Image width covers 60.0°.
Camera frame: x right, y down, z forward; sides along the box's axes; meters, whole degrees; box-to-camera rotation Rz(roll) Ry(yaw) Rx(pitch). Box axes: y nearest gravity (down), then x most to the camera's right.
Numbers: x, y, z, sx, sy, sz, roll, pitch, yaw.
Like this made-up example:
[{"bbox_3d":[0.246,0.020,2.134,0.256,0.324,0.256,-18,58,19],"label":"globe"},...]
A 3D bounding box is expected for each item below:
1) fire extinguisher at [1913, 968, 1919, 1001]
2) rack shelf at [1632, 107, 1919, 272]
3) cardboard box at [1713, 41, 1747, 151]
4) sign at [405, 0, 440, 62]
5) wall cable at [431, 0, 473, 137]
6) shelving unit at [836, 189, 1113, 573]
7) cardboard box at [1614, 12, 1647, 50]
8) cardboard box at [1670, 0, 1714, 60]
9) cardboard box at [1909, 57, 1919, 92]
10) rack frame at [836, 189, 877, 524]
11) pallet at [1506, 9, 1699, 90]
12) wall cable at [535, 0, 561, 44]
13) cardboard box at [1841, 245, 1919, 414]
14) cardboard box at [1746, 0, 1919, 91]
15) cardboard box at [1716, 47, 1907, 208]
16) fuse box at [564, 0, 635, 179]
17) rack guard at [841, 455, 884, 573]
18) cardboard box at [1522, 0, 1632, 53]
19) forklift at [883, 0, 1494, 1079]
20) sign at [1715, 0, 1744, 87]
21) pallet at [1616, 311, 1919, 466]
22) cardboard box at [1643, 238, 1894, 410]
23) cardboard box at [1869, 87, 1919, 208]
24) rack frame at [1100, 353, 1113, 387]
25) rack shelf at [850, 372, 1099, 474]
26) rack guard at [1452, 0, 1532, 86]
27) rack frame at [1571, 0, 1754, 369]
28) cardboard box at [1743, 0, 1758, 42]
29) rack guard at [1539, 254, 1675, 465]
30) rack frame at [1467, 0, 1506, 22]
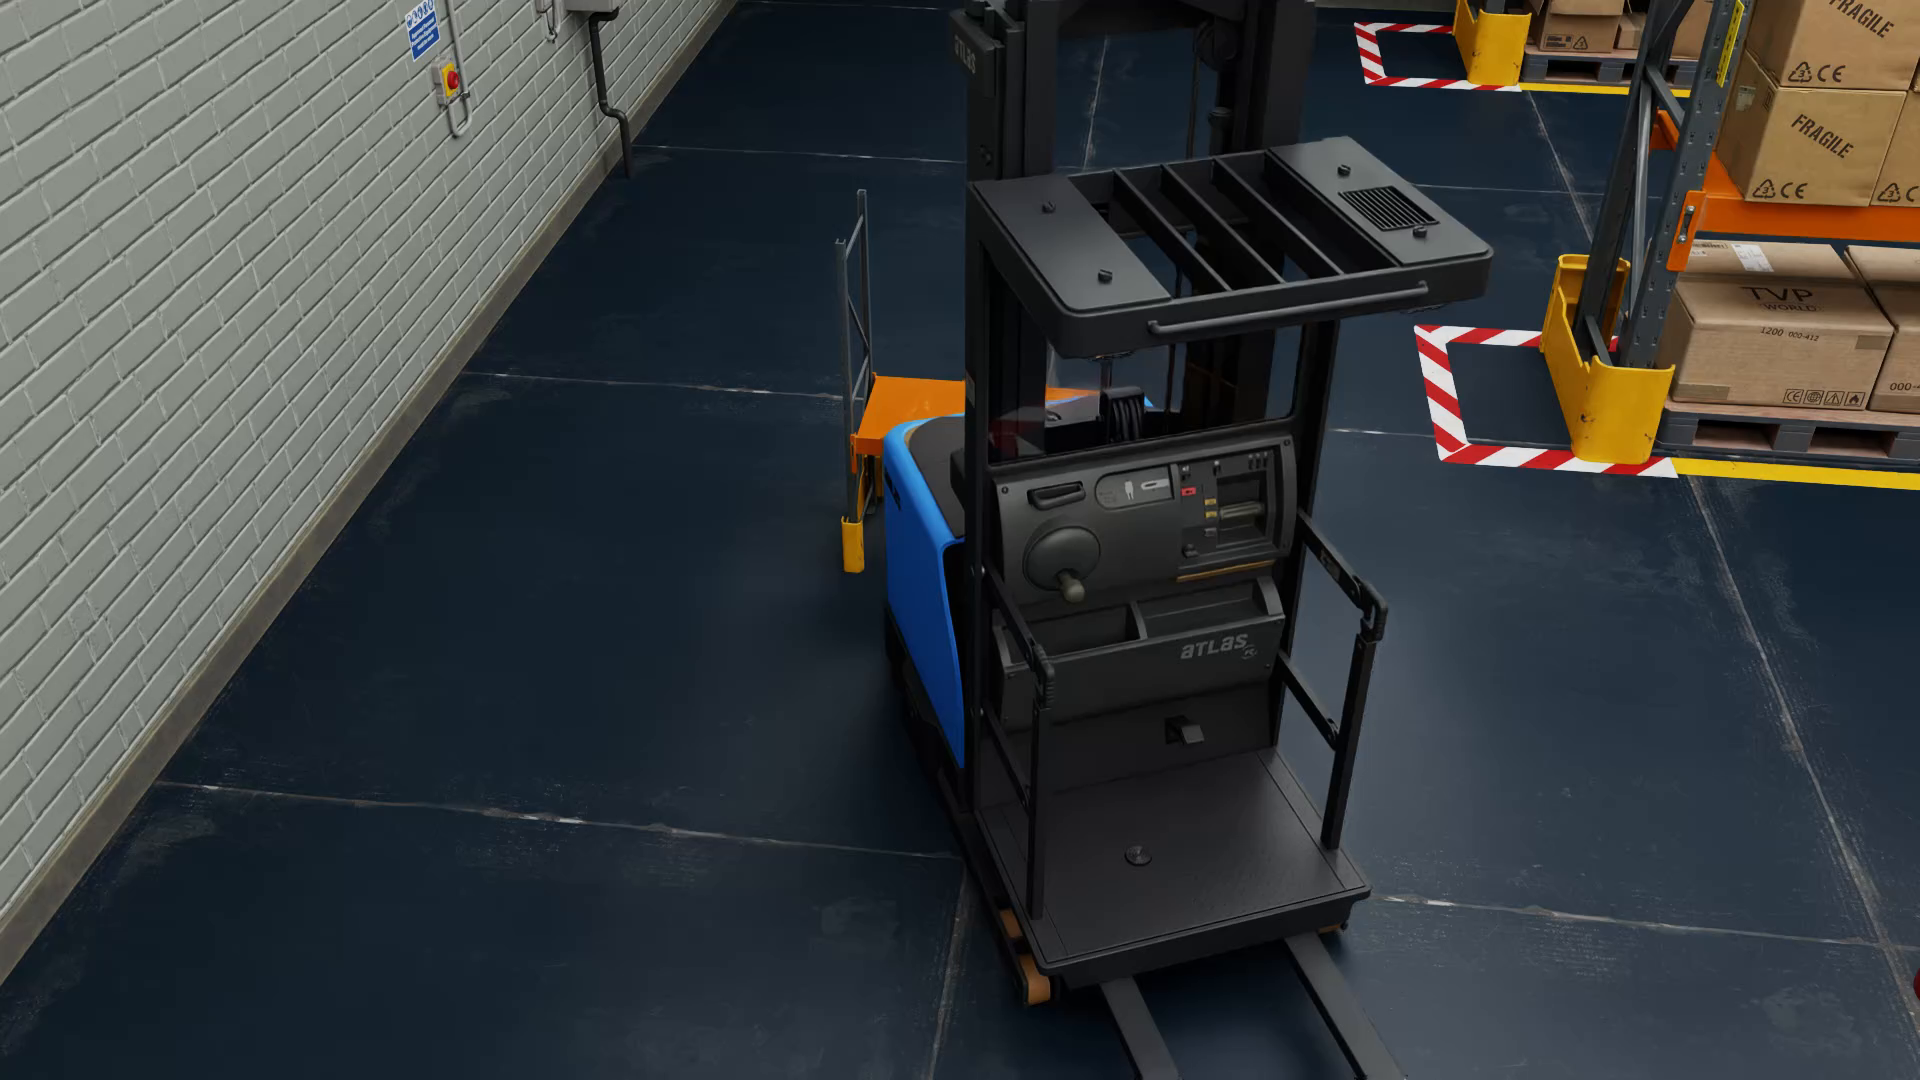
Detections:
[{"bbox_3d":[2.421,0.846,3.871,0.183,0.674,0.296,4,36,6],"label":"fire extinguisher"},{"bbox_3d":[5.126,-1.472,7.350,4.000,0.370,1.077,4,36,6],"label":"rack shelf"},{"bbox_3d":[3.655,-2.070,7.483,0.500,0.500,0.500,4,36,6],"label":"cardboard box"},{"bbox_3d":[-2.520,-2.403,7.803,0.001,0.218,0.327,4,36,6],"label":"sign"},{"bbox_3d":[-2.453,-2.743,7.610,0.123,1.953,0.585,4,36,6],"label":"wall cable"},{"bbox_3d":[0.076,-0.605,6.806,1.083,1.500,0.587,4,36,6],"label":"shelving unit"},{"bbox_3d":[4.782,-3.630,11.847,0.250,0.149,0.380,3,36,4],"label":"cardboard box"},{"bbox_3d":[5.209,-3.741,11.700,0.500,0.500,0.700,6,36,8],"label":"cardboard box"},{"bbox_3d":[4.096,-2.127,6.701,0.500,0.500,0.500,3,36,5],"label":"cardboard box"},{"bbox_3d":[-0.420,-0.642,6.858,0.032,1.500,0.500,4,36,6],"label":"rack frame"},{"bbox_3d":[4.637,-3.574,12.076,1.213,0.211,1.003,4,36,6],"label":"pallet"},{"bbox_3d":[-2.284,-3.548,8.765,0.122,1.984,0.588,4,36,6],"label":"wall cable"},{"bbox_3d":[4.719,-0.987,7.895,0.875,0.438,0.875,5,36,7],"label":"cardboard box"},{"bbox_3d":[3.582,-2.161,6.749,0.500,0.500,0.500,4,36,5],"label":"cardboard box"},{"bbox_3d":[3.582,-1.753,7.037,0.500,0.500,0.500,4,36,6],"label":"cardboard box"},{"bbox_3d":[-2.041,-2.992,9.969,0.414,1.711,0.539,4,36,6],"label":"fuse box"},{"bbox_3d":[-0.418,-0.133,7.221,0.087,0.250,0.587,4,36,6],"label":"rack guard"},{"bbox_3d":[4.366,-3.828,11.819,0.637,0.503,0.797,3,36,4],"label":"cardboard box"},{"bbox_3d":[0.621,0.001,4.725,1.130,2.935,3.031,-10,37,-14],"label":"forklift"},{"bbox_3d":[3.066,-1.978,6.626,0.005,0.325,0.100,4,36,6],"label":"sign"},{"bbox_3d":[3.946,-0.764,8.138,1.213,0.211,1.003,4,36,6],"label":"pallet"},{"bbox_3d":[3.810,-1.050,7.983,0.875,0.438,0.875,3,36,4],"label":"cardboard box"},{"bbox_3d":[4.087,-1.731,7.008,0.500,0.500,0.500,4,36,5],"label":"cardboard box"},{"bbox_3d":[0.589,-0.567,6.753,0.032,1.500,0.500,4,36,6],"label":"rack frame"},{"bbox_3d":[0.085,-0.458,6.910,1.000,0.185,0.538,4,36,6],"label":"rack shelf"},{"bbox_3d":[3.847,-3.750,12.074,0.348,0.500,1.175,4,36,6],"label":"rack guard"},{"bbox_3d":[3.143,-1.913,7.348,0.127,3.000,1.000,4,36,6],"label":"rack frame"},{"bbox_3d":[3.651,-2.462,7.171,0.500,0.500,0.500,5,36,8],"label":"cardboard box"},{"bbox_3d":[3.119,-0.897,8.077,0.348,0.500,1.175,4,36,6],"label":"rack guard"},{"bbox_3d":[3.771,-4.773,11.356,0.127,3.000,1.000,4,36,6],"label":"rack frame"}]
